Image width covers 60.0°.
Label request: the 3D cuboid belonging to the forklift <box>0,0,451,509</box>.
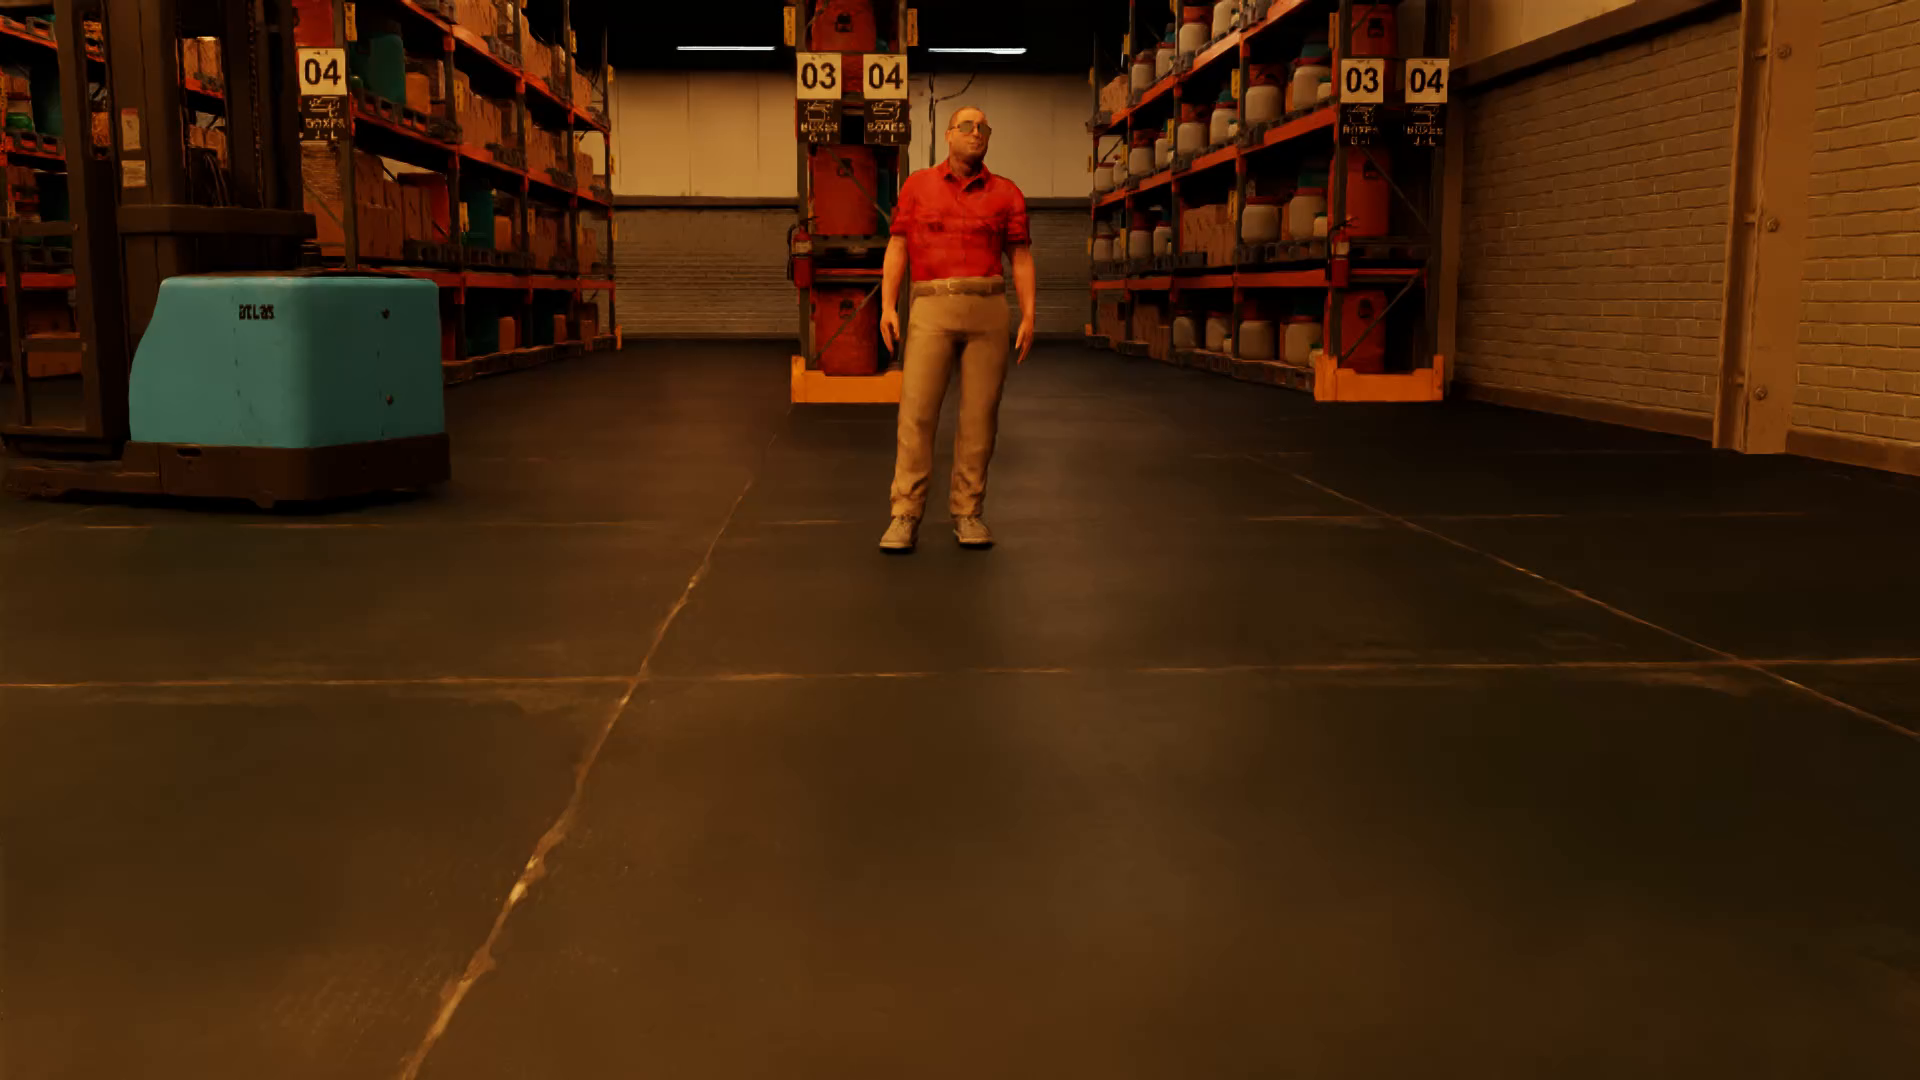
[{"bbox_3d":[-4.129,-1.704,8.309,3.031,2.935,1.130,4,9,23],"label":"forklift"}]

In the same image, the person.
[{"bbox_3d":[-0.006,-0.849,6.592,0.640,1.727,0.550,-1,8,-4],"label":"person"}]
